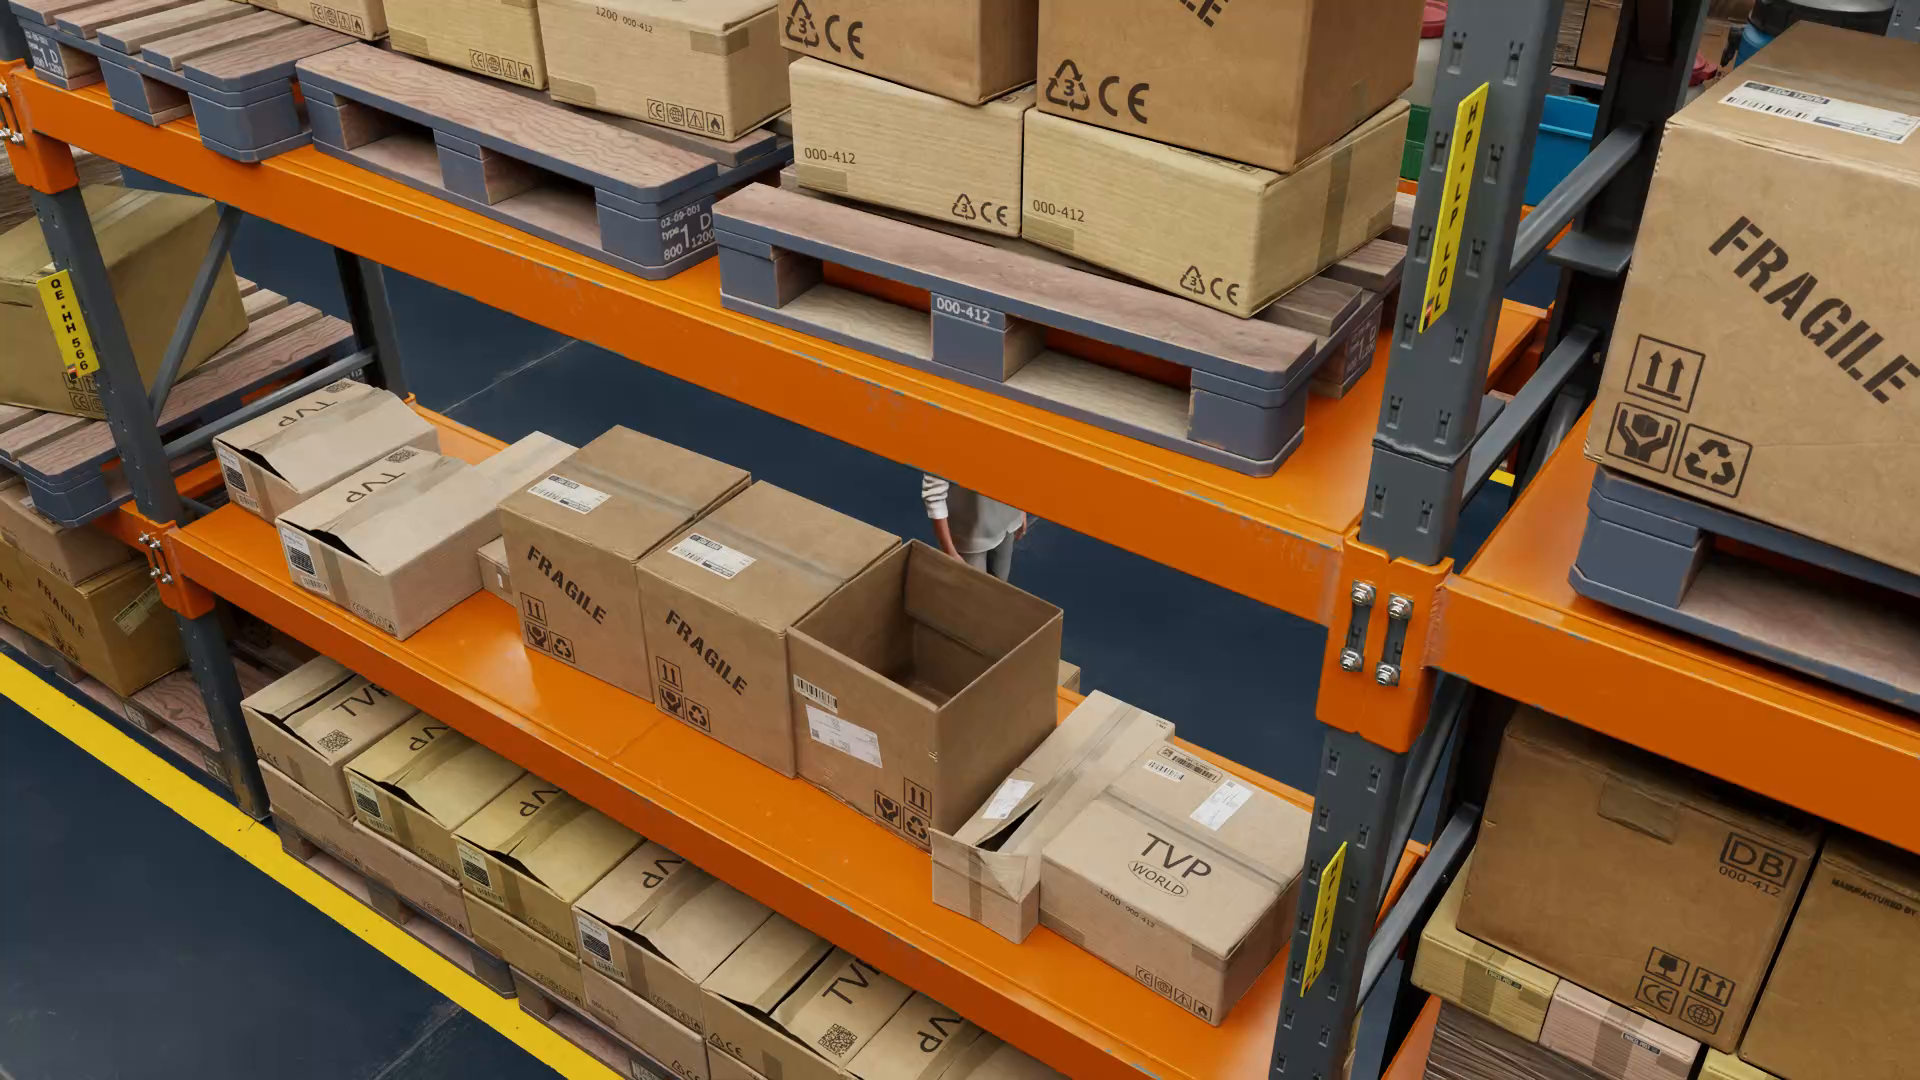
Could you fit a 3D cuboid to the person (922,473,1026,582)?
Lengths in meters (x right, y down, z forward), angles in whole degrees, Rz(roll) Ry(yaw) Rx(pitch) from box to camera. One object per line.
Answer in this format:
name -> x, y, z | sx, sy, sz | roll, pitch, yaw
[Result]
person -> 0.121, 0.010, 6.124 | 0.472, 1.600, 0.521 | 22, 41, 28
